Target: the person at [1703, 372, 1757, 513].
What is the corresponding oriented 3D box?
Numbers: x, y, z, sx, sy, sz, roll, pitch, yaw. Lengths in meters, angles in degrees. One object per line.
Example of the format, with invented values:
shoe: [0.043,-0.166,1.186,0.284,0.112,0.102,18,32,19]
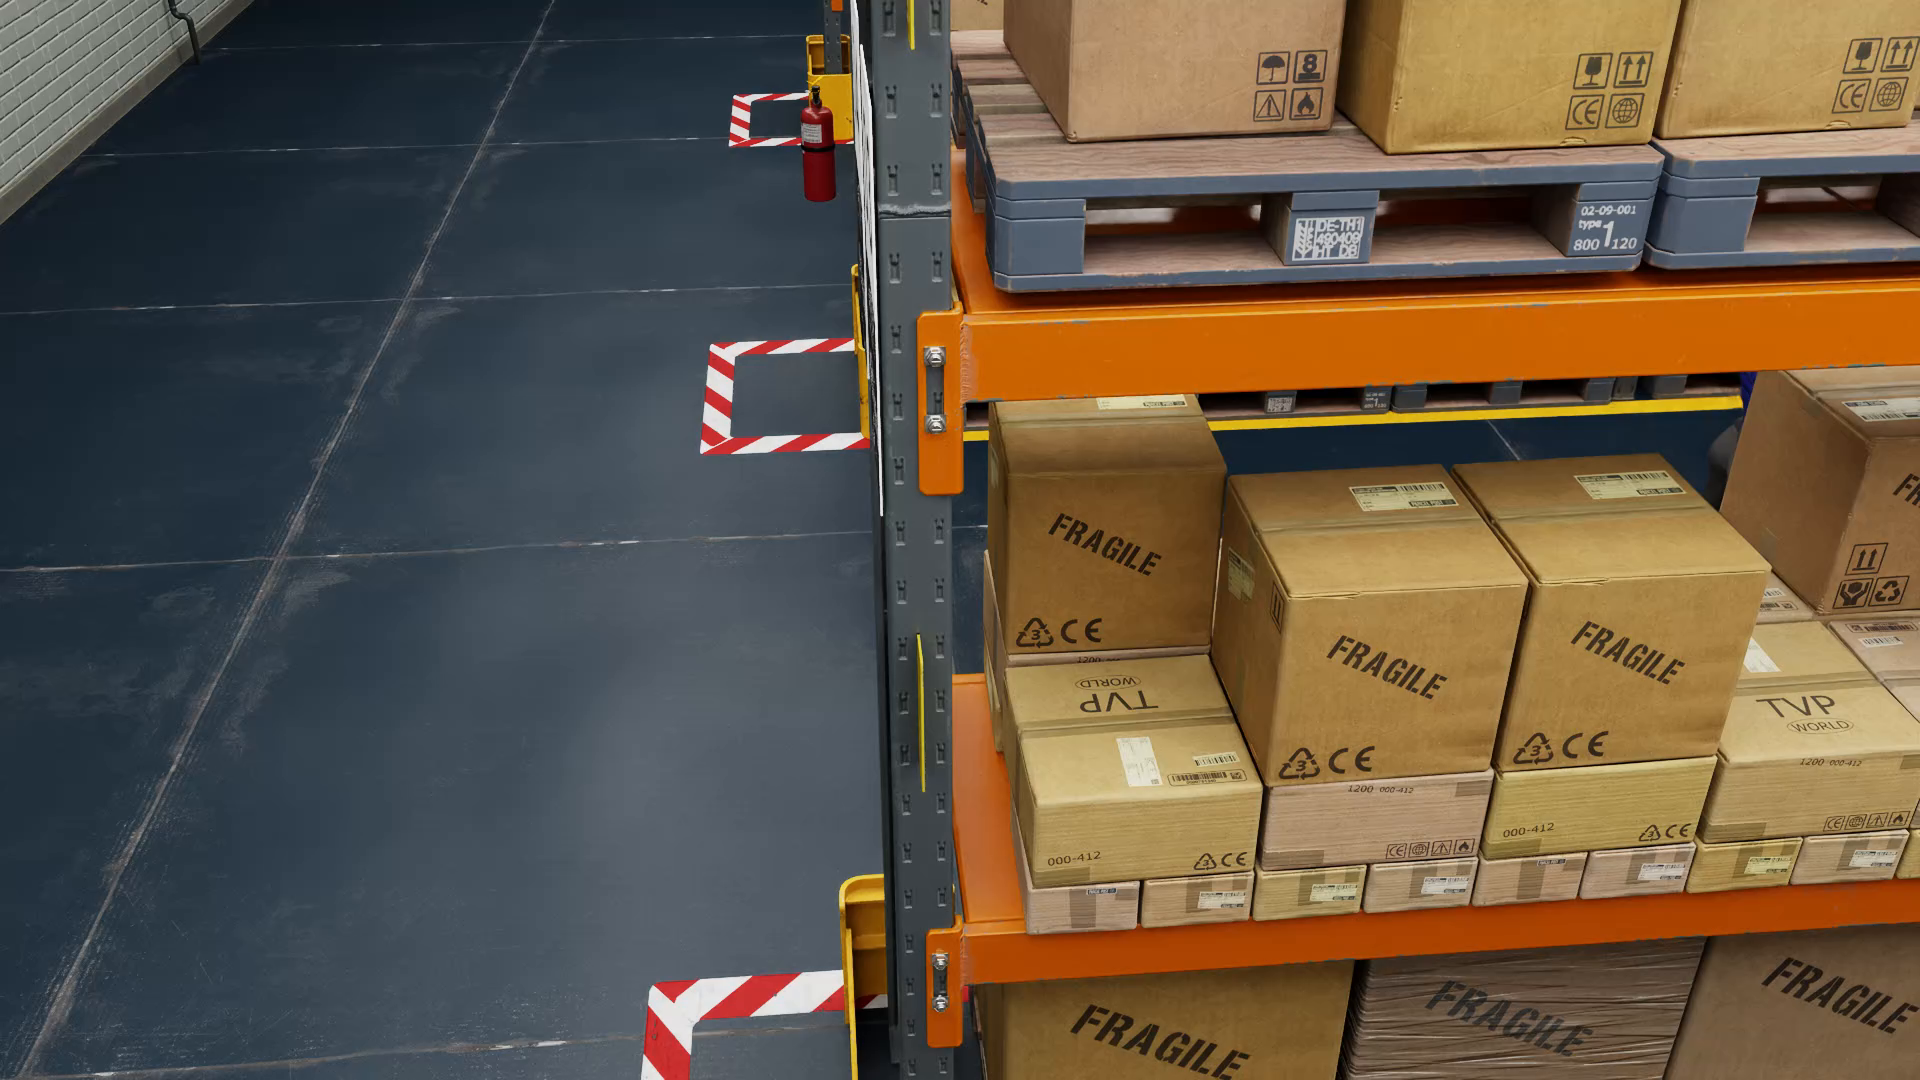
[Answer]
person: [3.169,-0.258,6.575,0.475,1.704,0.440,0,31,-1]
